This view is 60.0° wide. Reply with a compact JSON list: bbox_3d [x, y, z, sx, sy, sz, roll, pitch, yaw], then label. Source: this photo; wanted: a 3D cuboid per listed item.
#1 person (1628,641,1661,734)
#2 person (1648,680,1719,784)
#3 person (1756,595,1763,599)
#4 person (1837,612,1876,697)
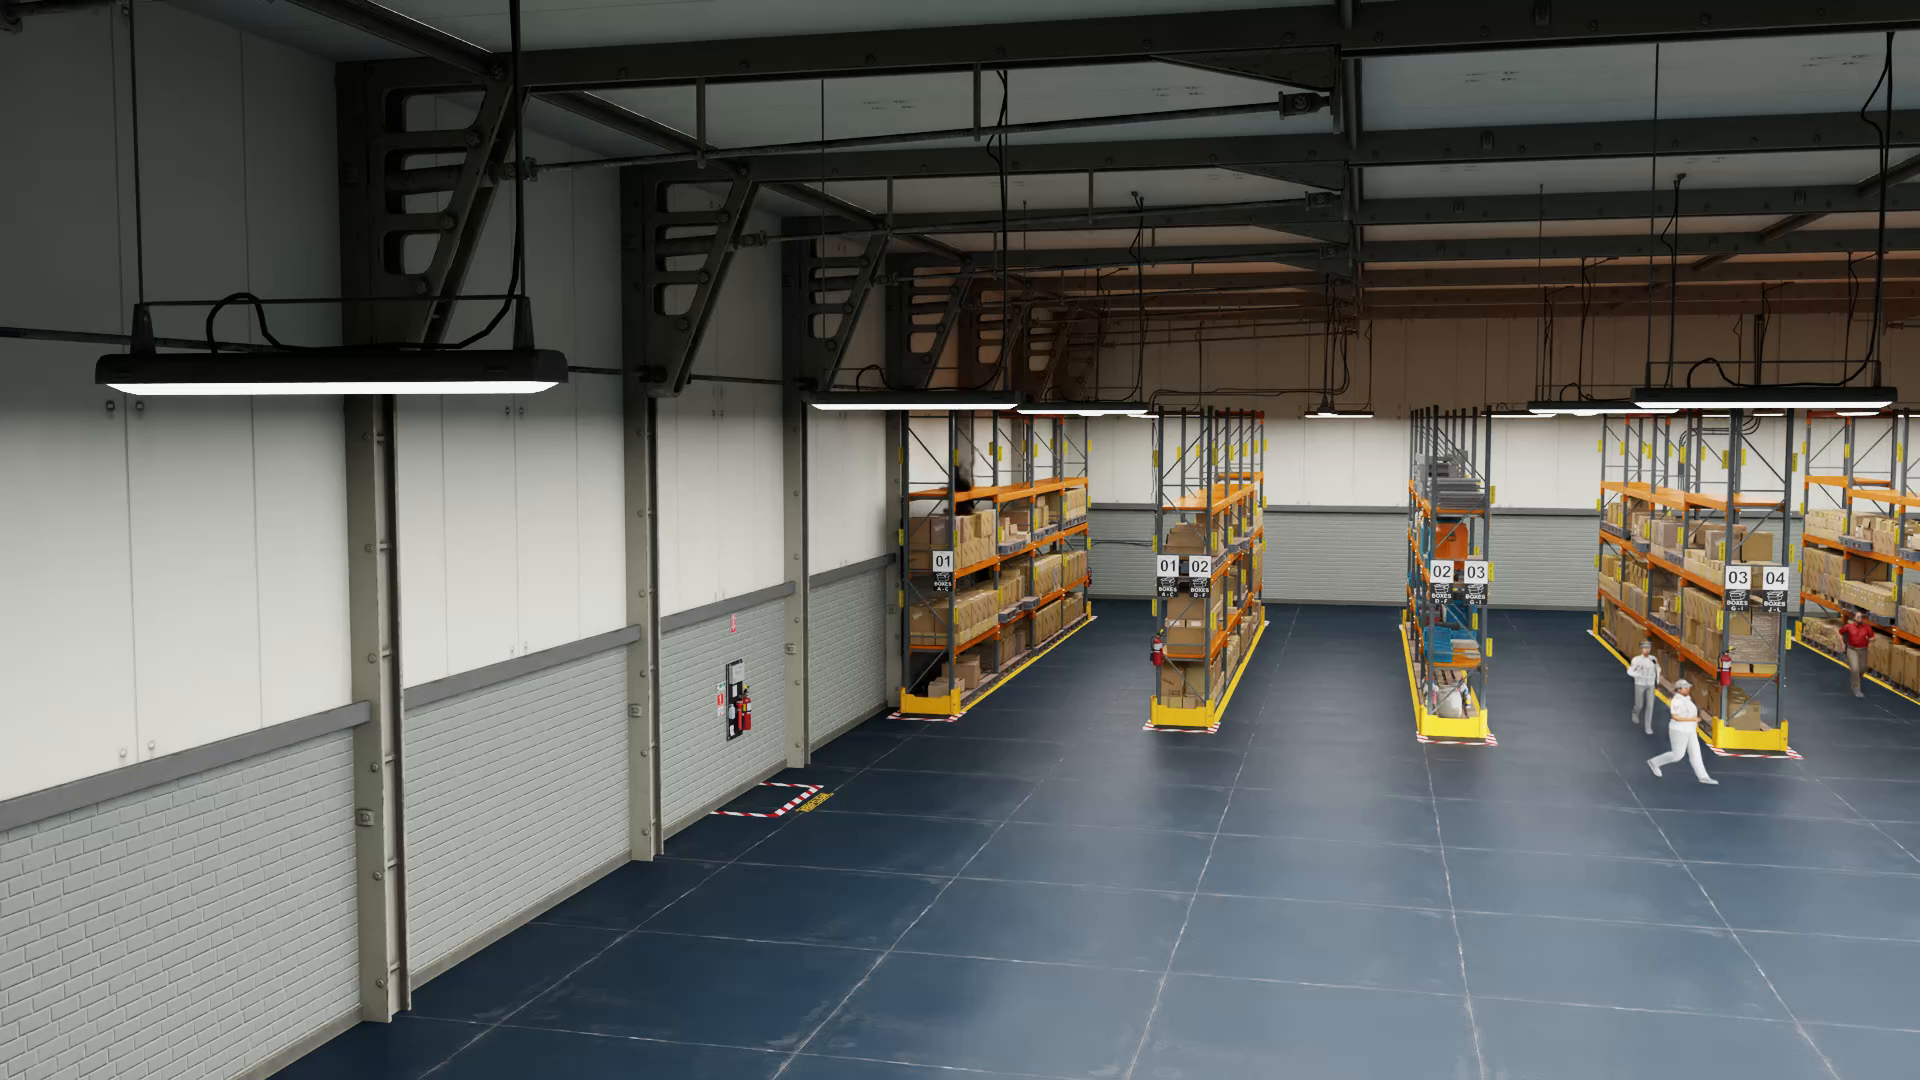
[{"bbox_3d":[12.586,2.673,30.541,0.618,1.667,0.893,1,4,9],"label":"person"},{"bbox_3d":[11.389,3.002,26.129,0.613,1.598,1.044,-4,6,-44],"label":"person"},{"bbox_3d":[20.263,1.892,41.777,0.683,1.709,0.654,1,4,18],"label":"person"},{"bbox_3d":[18.695,2.356,34.637,0.662,1.716,0.989,0,4,7],"label":"person"}]
